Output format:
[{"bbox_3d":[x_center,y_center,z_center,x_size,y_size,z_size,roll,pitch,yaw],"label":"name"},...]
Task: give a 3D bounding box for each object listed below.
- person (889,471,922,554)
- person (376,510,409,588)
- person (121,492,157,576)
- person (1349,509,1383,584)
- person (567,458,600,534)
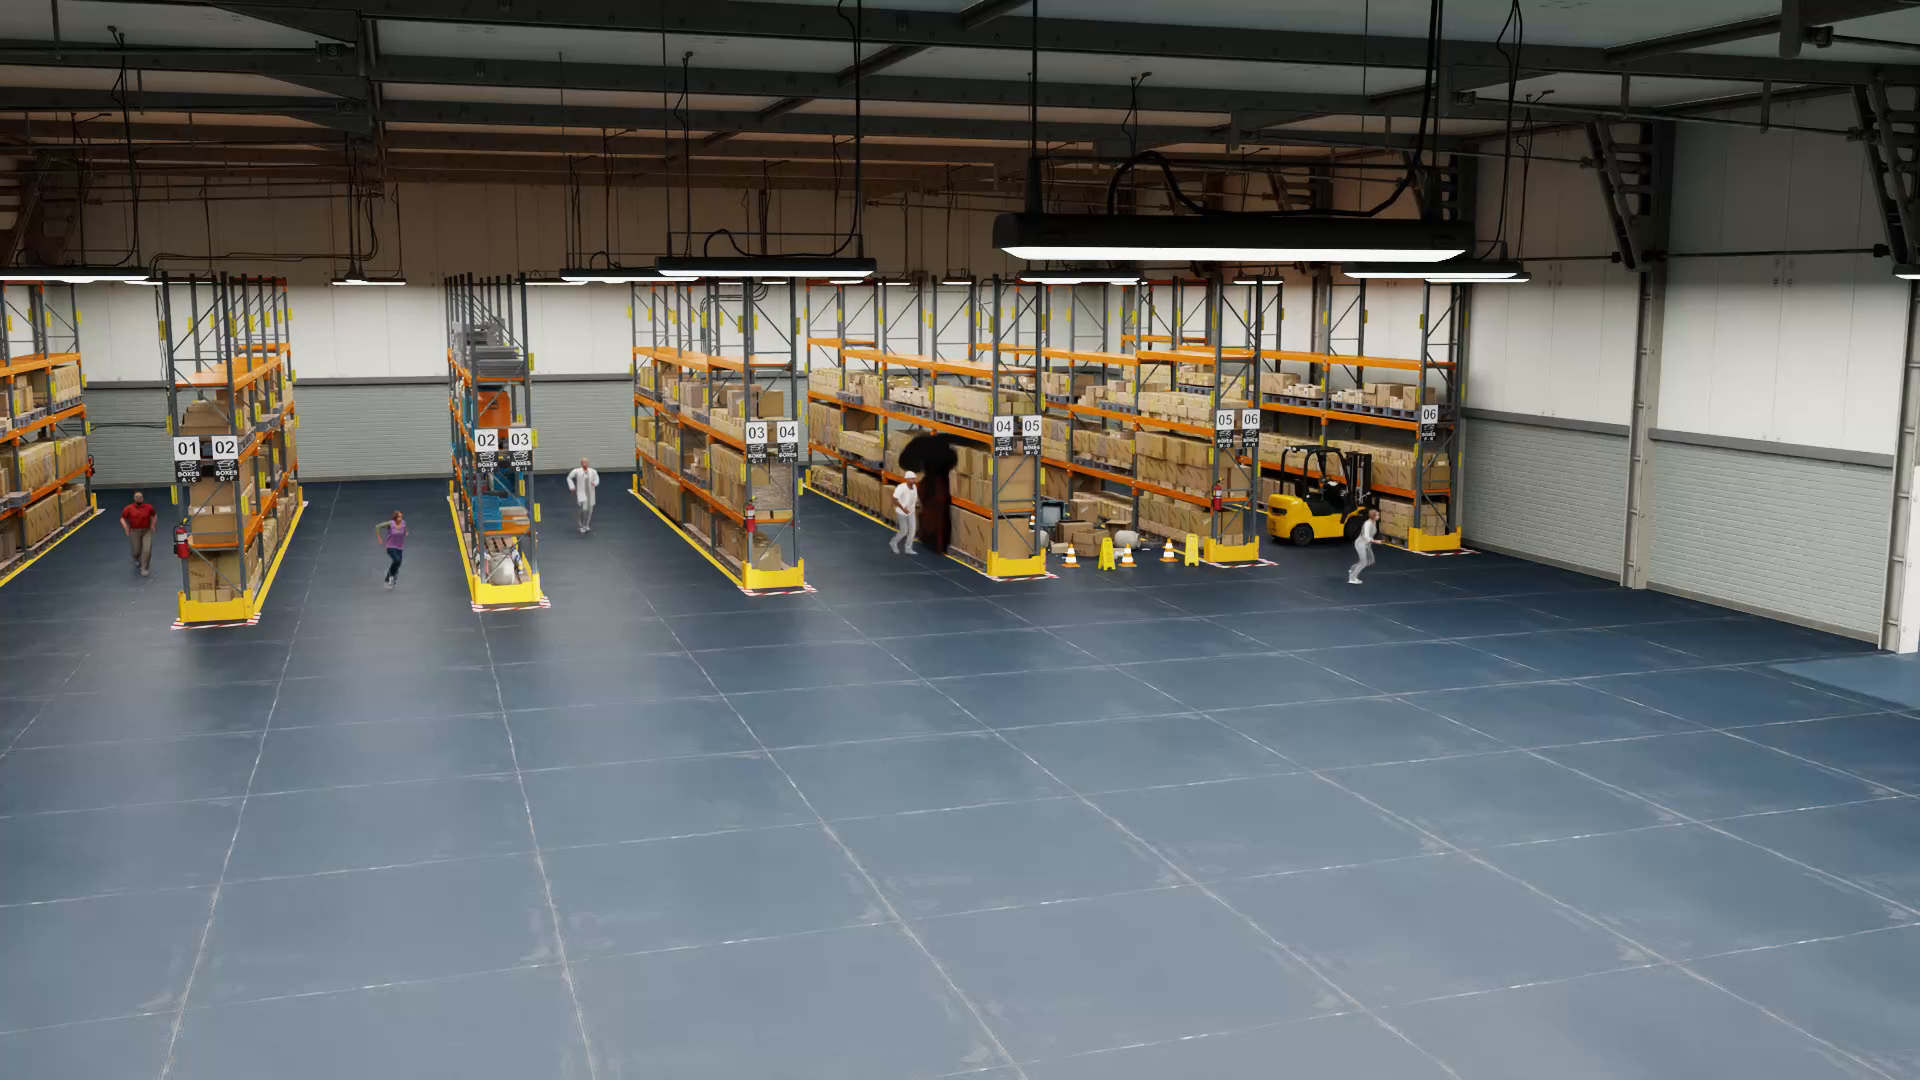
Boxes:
[{"bbox_3d":[-1.162,-0.557,34.279,0.717,1.753,0.702,8,12,44],"label":"person"},{"bbox_3d":[-10.813,0.182,31.779,0.785,1.515,0.543,8,11,41],"label":"person"},{"bbox_3d":[-16.507,-0.136,33.489,0.672,1.684,0.707,-5,10,-32],"label":"person"},{"bbox_3d":[7.898,0.126,32.331,0.704,1.492,0.524,5,10,32],"label":"person"},{"bbox_3d":[-8.801,-1.034,39.065,0.690,1.792,0.766,-5,10,-31],"label":"person"}]
